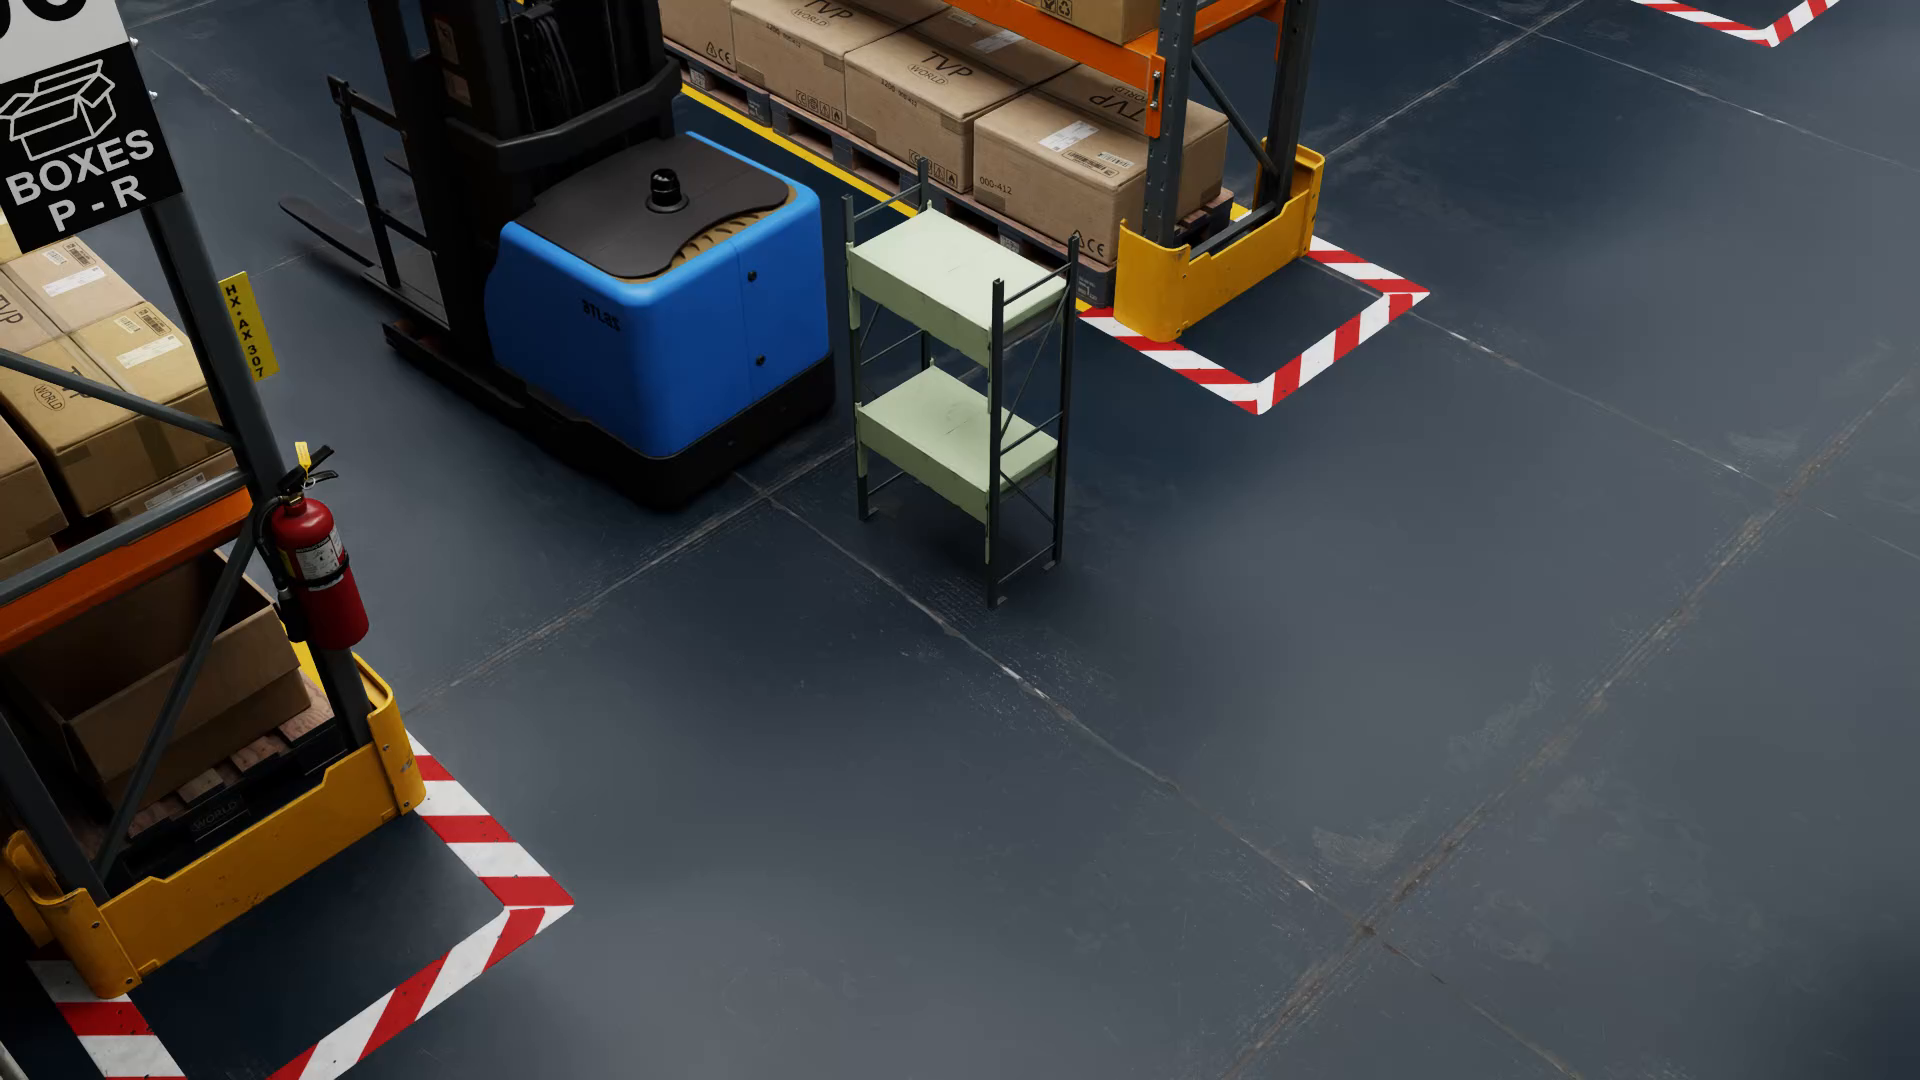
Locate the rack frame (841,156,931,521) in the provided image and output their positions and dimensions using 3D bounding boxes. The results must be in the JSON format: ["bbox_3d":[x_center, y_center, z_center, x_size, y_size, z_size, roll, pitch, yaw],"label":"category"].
[{"bbox_3d":[-0.263,-0.730,6.379,0.400,1.500,0.023,-34,53,-31],"label":"rack frame"}]

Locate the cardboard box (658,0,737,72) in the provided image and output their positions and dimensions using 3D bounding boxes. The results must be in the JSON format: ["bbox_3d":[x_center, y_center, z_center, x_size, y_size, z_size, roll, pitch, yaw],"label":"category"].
[{"bbox_3d":[-1.244,-3.148,9.470,0.875,0.438,0.875,33,52,31],"label":"cardboard box"}]

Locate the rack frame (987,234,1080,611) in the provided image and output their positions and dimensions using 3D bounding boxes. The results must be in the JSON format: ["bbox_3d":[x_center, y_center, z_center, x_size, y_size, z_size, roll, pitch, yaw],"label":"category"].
[{"bbox_3d":[0.254,-0.378,5.999,0.400,1.500,0.023,-34,53,-31],"label":"rack frame"}]

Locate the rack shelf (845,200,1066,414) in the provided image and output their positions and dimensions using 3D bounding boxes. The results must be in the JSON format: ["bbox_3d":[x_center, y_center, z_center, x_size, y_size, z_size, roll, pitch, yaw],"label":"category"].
[{"bbox_3d":[-0.005,-0.841,5.924,0.431,0.370,0.720,-34,53,-31],"label":"rack shelf"}]

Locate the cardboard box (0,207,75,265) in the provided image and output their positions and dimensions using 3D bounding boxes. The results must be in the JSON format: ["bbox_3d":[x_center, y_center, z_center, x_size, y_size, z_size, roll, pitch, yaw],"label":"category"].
[{"bbox_3d":[-3.145,-0.871,5.318,0.500,0.250,0.500,33,52,31],"label":"cardboard box"}]

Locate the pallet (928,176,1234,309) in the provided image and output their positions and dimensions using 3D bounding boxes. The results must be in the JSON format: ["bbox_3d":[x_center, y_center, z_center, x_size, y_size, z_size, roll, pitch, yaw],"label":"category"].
[{"bbox_3d":[0.593,-1.689,8.367,1.003,0.211,1.213,-34,53,-31],"label":"pallet"}]

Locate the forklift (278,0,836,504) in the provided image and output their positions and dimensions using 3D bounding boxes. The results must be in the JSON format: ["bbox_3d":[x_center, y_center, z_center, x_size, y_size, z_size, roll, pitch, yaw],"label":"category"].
[{"bbox_3d":[-1.988,-2.078,6.784,3.031,2.935,1.130,30,51,29],"label":"forklift"}]

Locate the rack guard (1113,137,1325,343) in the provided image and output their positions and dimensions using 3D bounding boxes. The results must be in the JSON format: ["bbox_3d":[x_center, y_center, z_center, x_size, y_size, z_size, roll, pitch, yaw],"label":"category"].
[{"bbox_3d":[1.230,-1.437,7.881,1.175,0.500,0.348,-34,53,-31],"label":"rack guard"}]

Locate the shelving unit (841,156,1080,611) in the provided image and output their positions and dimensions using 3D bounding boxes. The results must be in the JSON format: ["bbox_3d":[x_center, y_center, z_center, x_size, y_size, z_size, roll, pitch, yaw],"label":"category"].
[{"bbox_3d":[-0.005,-0.554,6.189,0.431,1.500,0.755,-34,53,-31],"label":"shelving unit"}]

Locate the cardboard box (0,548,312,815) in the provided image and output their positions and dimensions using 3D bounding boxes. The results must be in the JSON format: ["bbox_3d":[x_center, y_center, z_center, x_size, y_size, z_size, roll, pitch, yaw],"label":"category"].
[{"bbox_3d":[-2.663,0.438,5.541,0.637,0.503,0.797,32,52,30],"label":"cardboard box"}]

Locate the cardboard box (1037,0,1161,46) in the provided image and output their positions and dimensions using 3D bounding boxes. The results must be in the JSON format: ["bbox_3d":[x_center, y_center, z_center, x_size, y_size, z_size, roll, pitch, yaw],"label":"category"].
[{"bbox_3d":[0.685,-2.508,7.125,0.500,0.500,0.500,-34,52,-31],"label":"cardboard box"}]

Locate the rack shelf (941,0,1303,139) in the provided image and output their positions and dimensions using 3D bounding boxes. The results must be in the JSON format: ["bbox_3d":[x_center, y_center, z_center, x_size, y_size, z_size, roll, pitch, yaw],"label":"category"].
[{"bbox_3d":[-0.199,-3.063,8.329,1.077,0.370,4.000,-34,53,-31],"label":"rack shelf"}]

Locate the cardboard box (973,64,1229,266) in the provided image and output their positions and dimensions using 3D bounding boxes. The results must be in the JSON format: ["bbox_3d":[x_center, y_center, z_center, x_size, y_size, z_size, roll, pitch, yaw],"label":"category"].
[{"bbox_3d":[0.676,-1.849,8.064,0.875,0.438,0.875,32,52,30],"label":"cardboard box"}]

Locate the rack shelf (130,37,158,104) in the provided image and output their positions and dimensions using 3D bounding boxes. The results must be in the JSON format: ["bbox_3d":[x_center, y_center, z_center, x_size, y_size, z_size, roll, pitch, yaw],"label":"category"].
[{"bbox_3d":[-3.711,-1.784,4.735,1.077,0.370,4.000,-34,53,-31],"label":"rack shelf"}]

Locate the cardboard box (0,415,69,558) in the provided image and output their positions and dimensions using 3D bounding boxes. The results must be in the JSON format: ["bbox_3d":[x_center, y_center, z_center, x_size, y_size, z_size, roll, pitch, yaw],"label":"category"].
[{"bbox_3d":[-2.811,-0.134,4.520,0.500,0.250,0.500,-33,52,-30],"label":"cardboard box"}]

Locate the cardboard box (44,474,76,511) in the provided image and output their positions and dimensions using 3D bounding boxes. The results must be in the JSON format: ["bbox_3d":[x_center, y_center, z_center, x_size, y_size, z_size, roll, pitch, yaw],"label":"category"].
[{"bbox_3d":[-2.549,-0.283,4.976,0.380,0.149,0.250,-33,52,-30],"label":"cardboard box"}]

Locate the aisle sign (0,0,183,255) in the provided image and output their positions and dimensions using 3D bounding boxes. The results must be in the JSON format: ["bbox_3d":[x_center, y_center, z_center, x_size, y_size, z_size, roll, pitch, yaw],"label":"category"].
[{"bbox_3d":[-2.043,-1.048,3.703,0.394,0.787,0.004,-34,53,-31],"label":"aisle sign"}]

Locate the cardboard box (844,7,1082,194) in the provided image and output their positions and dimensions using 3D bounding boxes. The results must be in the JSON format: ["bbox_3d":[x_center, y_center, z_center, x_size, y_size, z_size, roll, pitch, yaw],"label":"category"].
[{"bbox_3d":[0.024,-2.284,8.535,0.875,0.438,0.875,-33,52,-30],"label":"cardboard box"}]

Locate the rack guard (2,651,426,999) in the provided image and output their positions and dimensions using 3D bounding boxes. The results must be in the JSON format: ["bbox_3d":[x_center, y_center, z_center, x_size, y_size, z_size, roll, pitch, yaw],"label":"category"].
[{"bbox_3d":[-2.352,0.896,5.357,1.175,0.500,0.348,-34,53,-31],"label":"rack guard"}]

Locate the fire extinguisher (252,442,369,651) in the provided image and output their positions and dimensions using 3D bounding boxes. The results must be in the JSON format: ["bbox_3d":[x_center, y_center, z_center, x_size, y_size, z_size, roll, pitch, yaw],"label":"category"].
[{"bbox_3d":[-1.867,0.029,4.785,0.296,0.674,0.183,-34,53,-31],"label":"fire extinguisher"}]

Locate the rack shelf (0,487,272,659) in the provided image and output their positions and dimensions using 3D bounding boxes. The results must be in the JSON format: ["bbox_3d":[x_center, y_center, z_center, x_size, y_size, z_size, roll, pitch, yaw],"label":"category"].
[{"bbox_3d":[-3.711,-0.682,5.753,1.077,0.370,4.000,-34,53,-31],"label":"rack shelf"}]

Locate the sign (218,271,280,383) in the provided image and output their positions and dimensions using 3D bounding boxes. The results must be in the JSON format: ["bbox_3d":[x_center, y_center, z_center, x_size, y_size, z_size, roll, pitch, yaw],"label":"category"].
[{"bbox_3d":[-1.915,-0.564,4.457,0.100,0.325,0.005,-34,53,-31],"label":"sign"}]

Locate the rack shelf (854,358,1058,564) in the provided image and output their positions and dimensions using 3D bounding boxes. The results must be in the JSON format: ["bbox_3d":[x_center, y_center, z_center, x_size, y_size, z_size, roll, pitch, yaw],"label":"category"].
[{"bbox_3d":[-0.005,-0.315,6.410,0.431,0.370,0.720,-34,53,-31],"label":"rack shelf"}]

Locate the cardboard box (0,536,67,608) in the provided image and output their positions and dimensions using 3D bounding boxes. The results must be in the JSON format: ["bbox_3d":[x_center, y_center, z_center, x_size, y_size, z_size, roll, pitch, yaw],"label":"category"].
[{"bbox_3d":[-2.723,0.076,4.587,0.250,0.149,0.380,34,52,31],"label":"cardboard box"}]

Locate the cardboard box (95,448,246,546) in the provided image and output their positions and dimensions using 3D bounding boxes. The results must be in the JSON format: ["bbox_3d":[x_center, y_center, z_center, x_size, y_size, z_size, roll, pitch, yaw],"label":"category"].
[{"bbox_3d":[-2.337,-0.183,4.867,0.250,0.149,0.380,34,52,31],"label":"cardboard box"}]

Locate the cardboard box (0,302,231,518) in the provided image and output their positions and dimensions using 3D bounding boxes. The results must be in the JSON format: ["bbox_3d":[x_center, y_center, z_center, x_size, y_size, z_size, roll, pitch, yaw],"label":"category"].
[{"bbox_3d":[-2.428,-0.387,4.794,0.500,0.250,0.500,-34,52,-31],"label":"cardboard box"}]

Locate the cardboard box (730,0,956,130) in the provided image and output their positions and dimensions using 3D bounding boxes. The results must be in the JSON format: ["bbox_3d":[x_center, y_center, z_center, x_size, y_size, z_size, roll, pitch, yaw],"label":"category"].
[{"bbox_3d":[-0.612,-2.718,9.005,0.875,0.438,0.875,33,52,30],"label":"cardboard box"}]

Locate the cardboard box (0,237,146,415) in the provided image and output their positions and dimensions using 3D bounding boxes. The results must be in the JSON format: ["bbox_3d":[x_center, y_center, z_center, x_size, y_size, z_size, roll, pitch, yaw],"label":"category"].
[{"bbox_3d":[-2.784,-0.629,5.056,0.500,0.250,0.500,-34,52,-31],"label":"cardboard box"}]

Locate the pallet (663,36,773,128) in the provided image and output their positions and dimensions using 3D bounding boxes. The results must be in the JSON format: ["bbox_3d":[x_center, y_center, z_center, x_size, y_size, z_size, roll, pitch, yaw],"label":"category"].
[{"bbox_3d":[-1.130,-2.861,9.636,1.003,0.211,1.213,-34,53,-31],"label":"pallet"}]

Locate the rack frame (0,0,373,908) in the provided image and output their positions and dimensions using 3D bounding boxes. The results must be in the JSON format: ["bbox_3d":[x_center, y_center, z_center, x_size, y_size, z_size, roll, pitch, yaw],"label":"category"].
[{"bbox_3d":[-2.299,0.014,4.469,1.000,3.000,0.127,-34,53,-31],"label":"rack frame"}]

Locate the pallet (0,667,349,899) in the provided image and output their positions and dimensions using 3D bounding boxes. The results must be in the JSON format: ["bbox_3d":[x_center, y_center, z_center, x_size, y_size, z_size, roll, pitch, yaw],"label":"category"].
[{"bbox_3d":[-2.916,0.620,5.869,1.003,0.211,1.213,-34,53,-31],"label":"pallet"}]

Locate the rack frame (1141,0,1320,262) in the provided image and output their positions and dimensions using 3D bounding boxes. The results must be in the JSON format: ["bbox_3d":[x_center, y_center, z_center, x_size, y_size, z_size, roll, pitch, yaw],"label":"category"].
[{"bbox_3d":[1.213,-2.366,7.045,1.000,3.000,0.127,-34,53,-31],"label":"rack frame"}]

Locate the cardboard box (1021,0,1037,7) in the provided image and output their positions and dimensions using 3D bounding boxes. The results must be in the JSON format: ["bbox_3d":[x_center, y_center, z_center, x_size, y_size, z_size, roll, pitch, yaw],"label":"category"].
[{"bbox_3d":[0.341,-2.756,7.394,0.500,0.500,0.500,33,52,31],"label":"cardboard box"}]

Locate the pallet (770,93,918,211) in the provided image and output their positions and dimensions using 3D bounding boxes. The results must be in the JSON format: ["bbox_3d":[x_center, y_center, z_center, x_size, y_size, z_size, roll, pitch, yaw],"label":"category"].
[{"bbox_3d":[-0.264,-2.275,9.001,1.003,0.211,1.213,-34,53,-31],"label":"pallet"}]
